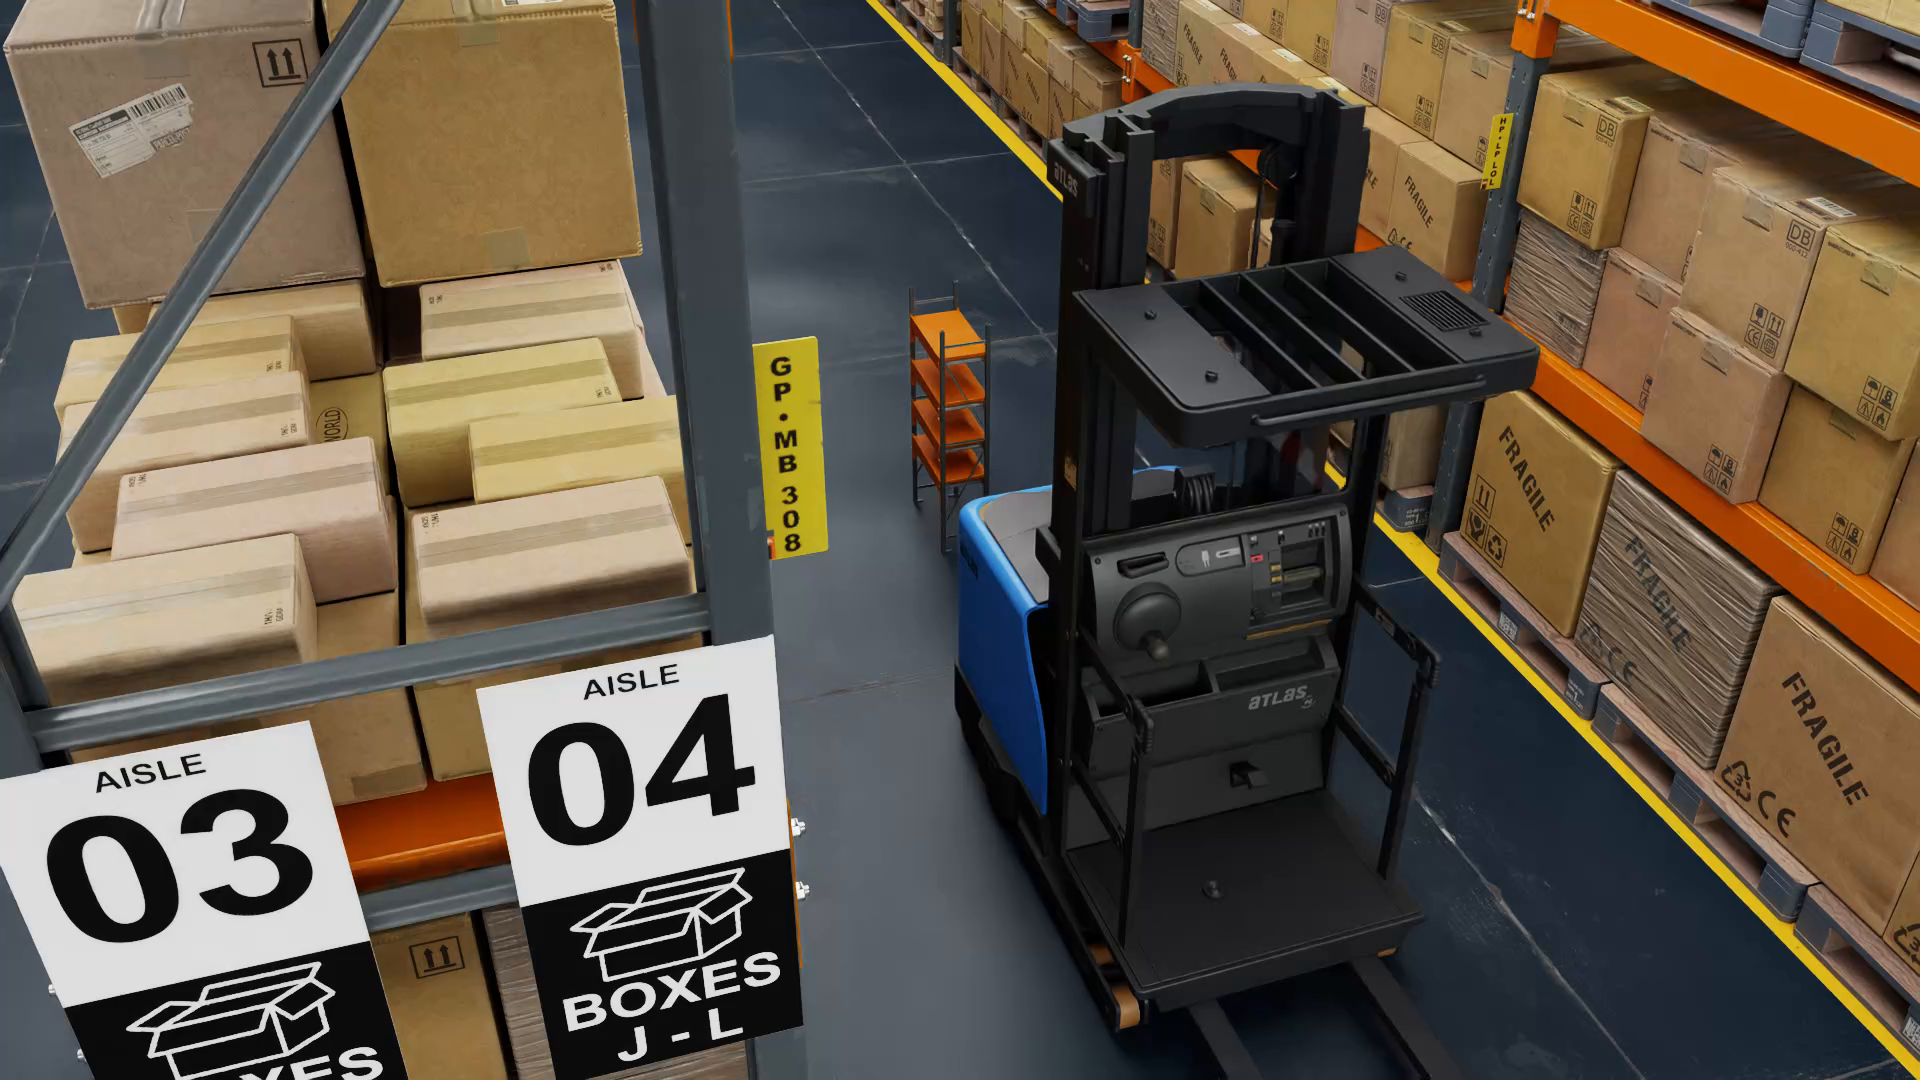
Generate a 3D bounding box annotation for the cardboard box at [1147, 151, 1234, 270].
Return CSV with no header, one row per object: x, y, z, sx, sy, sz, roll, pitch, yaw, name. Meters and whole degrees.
1.668,-2.290,10.654,1.050,0.750,0.750,-10,35,-15,cardboard box

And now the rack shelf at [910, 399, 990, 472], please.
-0.051,-0.531,8.088,0.258,0.148,0.480,-10,35,-15,rack shelf

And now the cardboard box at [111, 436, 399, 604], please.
-1.096,-0.012,2.600,0.380,0.149,0.250,-11,35,-16,cardboard box

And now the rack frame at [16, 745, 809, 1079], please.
-0.746,1.593,3.118,1.000,3.000,0.127,-10,35,-15,rack frame

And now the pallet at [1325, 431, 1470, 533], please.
2.481,-0.517,8.841,1.003,0.211,1.213,-10,35,-15,pallet

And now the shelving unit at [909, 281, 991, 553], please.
-0.051,-0.587,8.051,0.258,1.200,0.503,-10,35,-15,shelving unit

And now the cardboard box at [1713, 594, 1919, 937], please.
3.468,0.717,5.991,0.875,0.875,0.875,-11,35,-15,cardboard box

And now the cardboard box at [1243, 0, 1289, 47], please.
2.010,-3.075,9.185,0.700,0.500,0.500,-11,35,-15,cardboard box

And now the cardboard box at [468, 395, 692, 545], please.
-0.597,-0.098,2.731,0.380,0.149,0.250,-9,35,-14,cardboard box

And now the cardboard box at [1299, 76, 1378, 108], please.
2.066,-2.089,8.600,0.500,0.500,0.500,-10,35,-14,cardboard box

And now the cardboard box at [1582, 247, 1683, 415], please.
3.101,-0.874,6.716,0.875,0.550,0.550,-10,35,-15,cardboard box

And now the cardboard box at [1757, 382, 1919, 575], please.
3.411,-0.309,5.861,0.875,0.550,0.500,-10,35,-15,cardboard box

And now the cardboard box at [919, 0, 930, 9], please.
-0.145,-4.850,14.804,0.380,0.149,0.250,-12,35,-17,cardboard box

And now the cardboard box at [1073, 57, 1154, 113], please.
1.110,-3.148,11.500,0.500,0.250,0.500,-11,35,-16,cardboard box

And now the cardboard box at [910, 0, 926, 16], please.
-0.238,-4.901,15.151,0.380,0.149,0.250,-11,35,-16,cardboard box

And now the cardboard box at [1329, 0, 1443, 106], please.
2.318,-2.542,8.378,0.700,0.500,0.500,-10,35,-14,cardboard box

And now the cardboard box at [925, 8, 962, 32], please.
-0.096,-4.623,14.730,0.380,0.149,0.250,-10,35,-14,cardboard box

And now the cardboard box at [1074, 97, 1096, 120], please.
1.118,-2.822,11.686,0.500,0.500,0.500,-10,35,-15,cardboard box

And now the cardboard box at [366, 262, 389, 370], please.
-1.439,-0.338,3.456,0.500,0.250,0.500,-9,35,-14,cardboard box

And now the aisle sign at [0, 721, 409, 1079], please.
-1.013,0.592,2.276,0.394,0.787,0.004,-10,35,-15,aisle sign

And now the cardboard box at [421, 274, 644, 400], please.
-0.807,-0.365,3.135,0.380,0.149,0.250,-9,34,-13,cardboard box

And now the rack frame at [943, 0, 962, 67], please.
0.348,-5.488,13.835,1.000,3.000,0.127,-10,35,-15,rack frame

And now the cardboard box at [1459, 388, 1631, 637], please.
2.913,-0.235,7.431,0.875,0.875,0.875,-9,35,-14,cardboard box

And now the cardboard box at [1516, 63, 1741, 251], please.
2.868,-1.602,6.837,0.875,0.550,0.550,-10,35,-15,cardboard box

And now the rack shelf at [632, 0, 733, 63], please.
-1.356,-1.658,3.253,1.077,0.370,4.000,-10,35,-15,rack shelf

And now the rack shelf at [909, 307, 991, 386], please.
-0.051,-0.915,7.834,0.258,0.148,0.480,-10,35,-15,rack shelf

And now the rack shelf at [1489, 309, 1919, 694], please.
3.398,0.062,6.087,1.077,0.370,4.000,-10,35,-15,rack shelf

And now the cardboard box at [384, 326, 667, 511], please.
-0.810,-0.162,3.189,0.500,0.250,0.500,-11,35,-16,cardboard box

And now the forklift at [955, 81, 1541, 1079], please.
0.934,0.200,5.289,1.130,2.935,3.031,-11,35,-16,forklift

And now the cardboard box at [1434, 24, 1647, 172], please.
2.631,-2.006,7.568,0.700,0.500,0.500,-11,35,-16,cardboard box

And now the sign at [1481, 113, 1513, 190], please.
2.274,-1.642,7.035,0.100,0.325,0.005,-10,35,-15,sign

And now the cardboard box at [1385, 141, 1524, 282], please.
2.374,-1.559,7.797,0.500,0.500,0.500,-10,35,-15,cardboard box

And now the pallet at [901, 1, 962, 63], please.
0.109,-4.671,15.128,1.003,0.211,1.213,-10,35,-15,pallet

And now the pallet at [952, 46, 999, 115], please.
0.587,-3.916,13.985,1.003,0.211,1.213,-10,35,-15,pallet

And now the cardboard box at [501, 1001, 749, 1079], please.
-0.888,1.134,3.453,0.875,0.500,0.500,-10,35,-15,cardboard box

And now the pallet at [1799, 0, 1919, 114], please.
3.396,-1.432,5.055,1.003,0.211,1.213,-10,35,-15,pallet

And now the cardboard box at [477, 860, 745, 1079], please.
-0.654,0.676,3.239,0.500,0.500,0.500,-10,35,-15,cardboard box

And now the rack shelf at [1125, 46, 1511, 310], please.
2.178,-2.038,9.266,1.077,0.370,4.000,-10,35,-15,rack shelf

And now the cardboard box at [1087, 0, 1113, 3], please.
0.980,-3.640,10.885,0.380,0.149,0.250,-9,35,-14,cardboard box

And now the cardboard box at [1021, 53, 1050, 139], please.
0.787,-3.370,12.516,0.500,0.500,0.500,-12,35,-17,cardboard box

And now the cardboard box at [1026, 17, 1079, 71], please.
0.805,-3.681,12.306,0.500,0.250,0.500,-9,35,-14,cardboard box

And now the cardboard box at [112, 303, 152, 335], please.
-1.518,-0.540,3.399,0.380,0.149,0.250,-12,35,-17,cardboard box

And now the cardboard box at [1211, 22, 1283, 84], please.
1.759,-2.617,9.399,0.500,0.500,0.500,-10,35,-15,cardboard box

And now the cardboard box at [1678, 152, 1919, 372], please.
3.180,-1.026,5.966,0.875,0.550,0.550,-10,35,-15,cardboard box

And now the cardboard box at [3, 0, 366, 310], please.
-1.460,-0.804,3.211,0.500,0.500,0.500,-10,35,-15,cardboard box

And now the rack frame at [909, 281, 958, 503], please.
-0.125,-0.716,8.245,0.240,1.200,0.015,-10,35,-15,rack frame

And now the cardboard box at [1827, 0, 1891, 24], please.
2.966,-1.735,5.190,0.380,0.149,0.250,-10,35,-15,cardboard box

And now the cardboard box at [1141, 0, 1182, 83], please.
1.448,-3.149,10.203,0.500,0.500,0.500,-10,35,-14,cardboard box

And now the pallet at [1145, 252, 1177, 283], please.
1.737,-1.798,10.780,1.003,0.211,1.213,-10,35,-15,pallet

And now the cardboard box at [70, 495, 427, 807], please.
-1.135,0.194,2.651,0.500,0.250,0.500,-9,35,-14,cardboard box

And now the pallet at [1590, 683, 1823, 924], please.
3.321,0.930,6.652,1.003,0.211,1.213,-10,35,-15,pallet

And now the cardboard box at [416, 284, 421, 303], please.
-0.974,-0.634,3.542,0.380,0.149,0.250,-12,35,-17,cardboard box

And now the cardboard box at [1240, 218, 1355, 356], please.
2.222,-1.342,9.220,1.050,0.750,0.750,-10,35,-15,cardboard box

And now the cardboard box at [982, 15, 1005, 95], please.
0.484,-3.910,13.333,0.500,0.500,0.500,-8,34,-13,cardboard box

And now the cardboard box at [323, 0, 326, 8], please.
-2.015,-1.511,4.870,0.380,0.149,0.250,-12,35,-17,cardboard box

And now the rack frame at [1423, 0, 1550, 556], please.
2.788,-1.288,7.478,1.000,3.000,0.127,-10,35,-15,rack frame

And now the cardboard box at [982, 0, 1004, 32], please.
0.486,-4.222,13.124,0.500,0.250,0.500,-9,35,-13,cardboard box

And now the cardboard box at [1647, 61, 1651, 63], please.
5.852,-4.408,13.746,0.875,0.875,0.875,-10,35,-14,cardboard box

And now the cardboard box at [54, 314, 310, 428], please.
-1.383,-0.265,2.983,0.380,0.149,0.250,-10,35,-14,cardboard box
